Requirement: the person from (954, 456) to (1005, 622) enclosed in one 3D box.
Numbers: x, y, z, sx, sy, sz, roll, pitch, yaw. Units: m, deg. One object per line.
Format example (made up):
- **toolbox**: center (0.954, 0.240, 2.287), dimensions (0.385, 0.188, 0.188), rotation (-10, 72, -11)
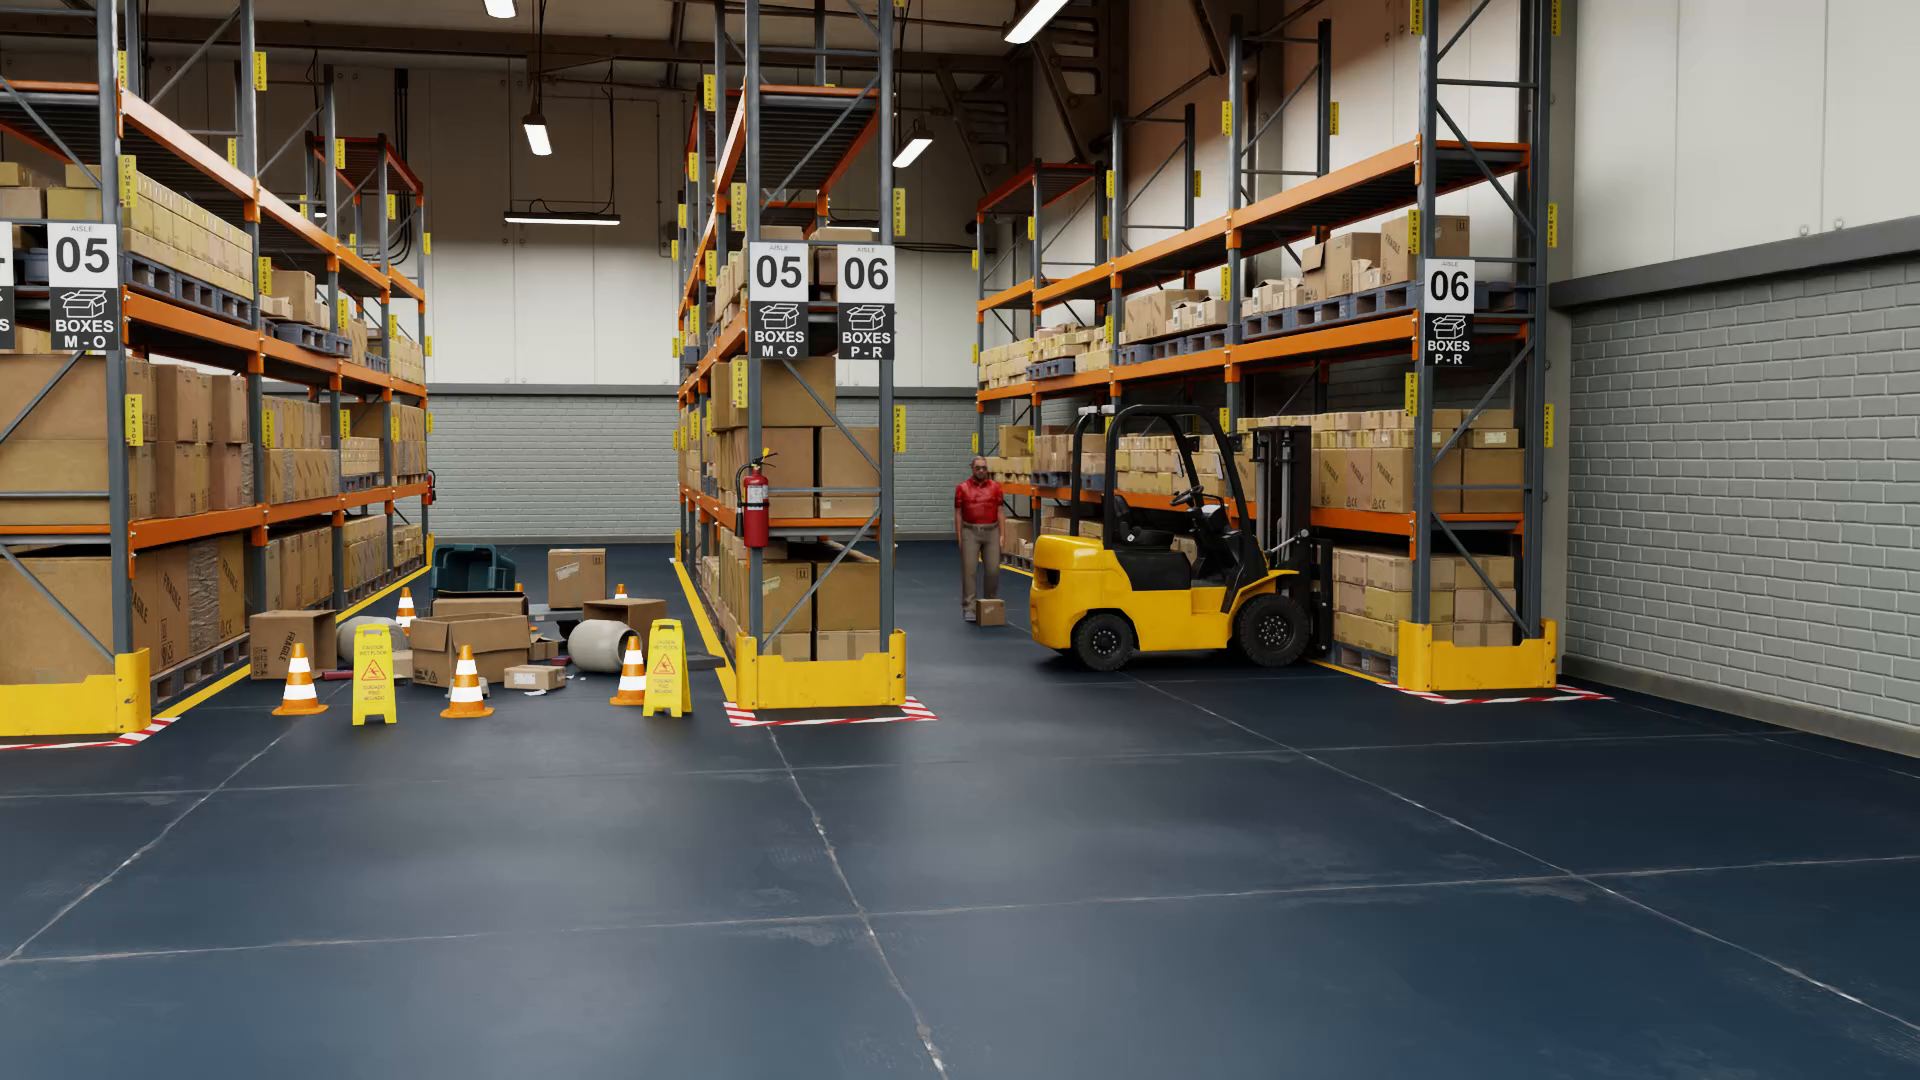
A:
- **person**: center (0.219, 0.027, 17.558), dimensions (0.536, 1.816, 0.467), rotation (-1, 3, -10)
